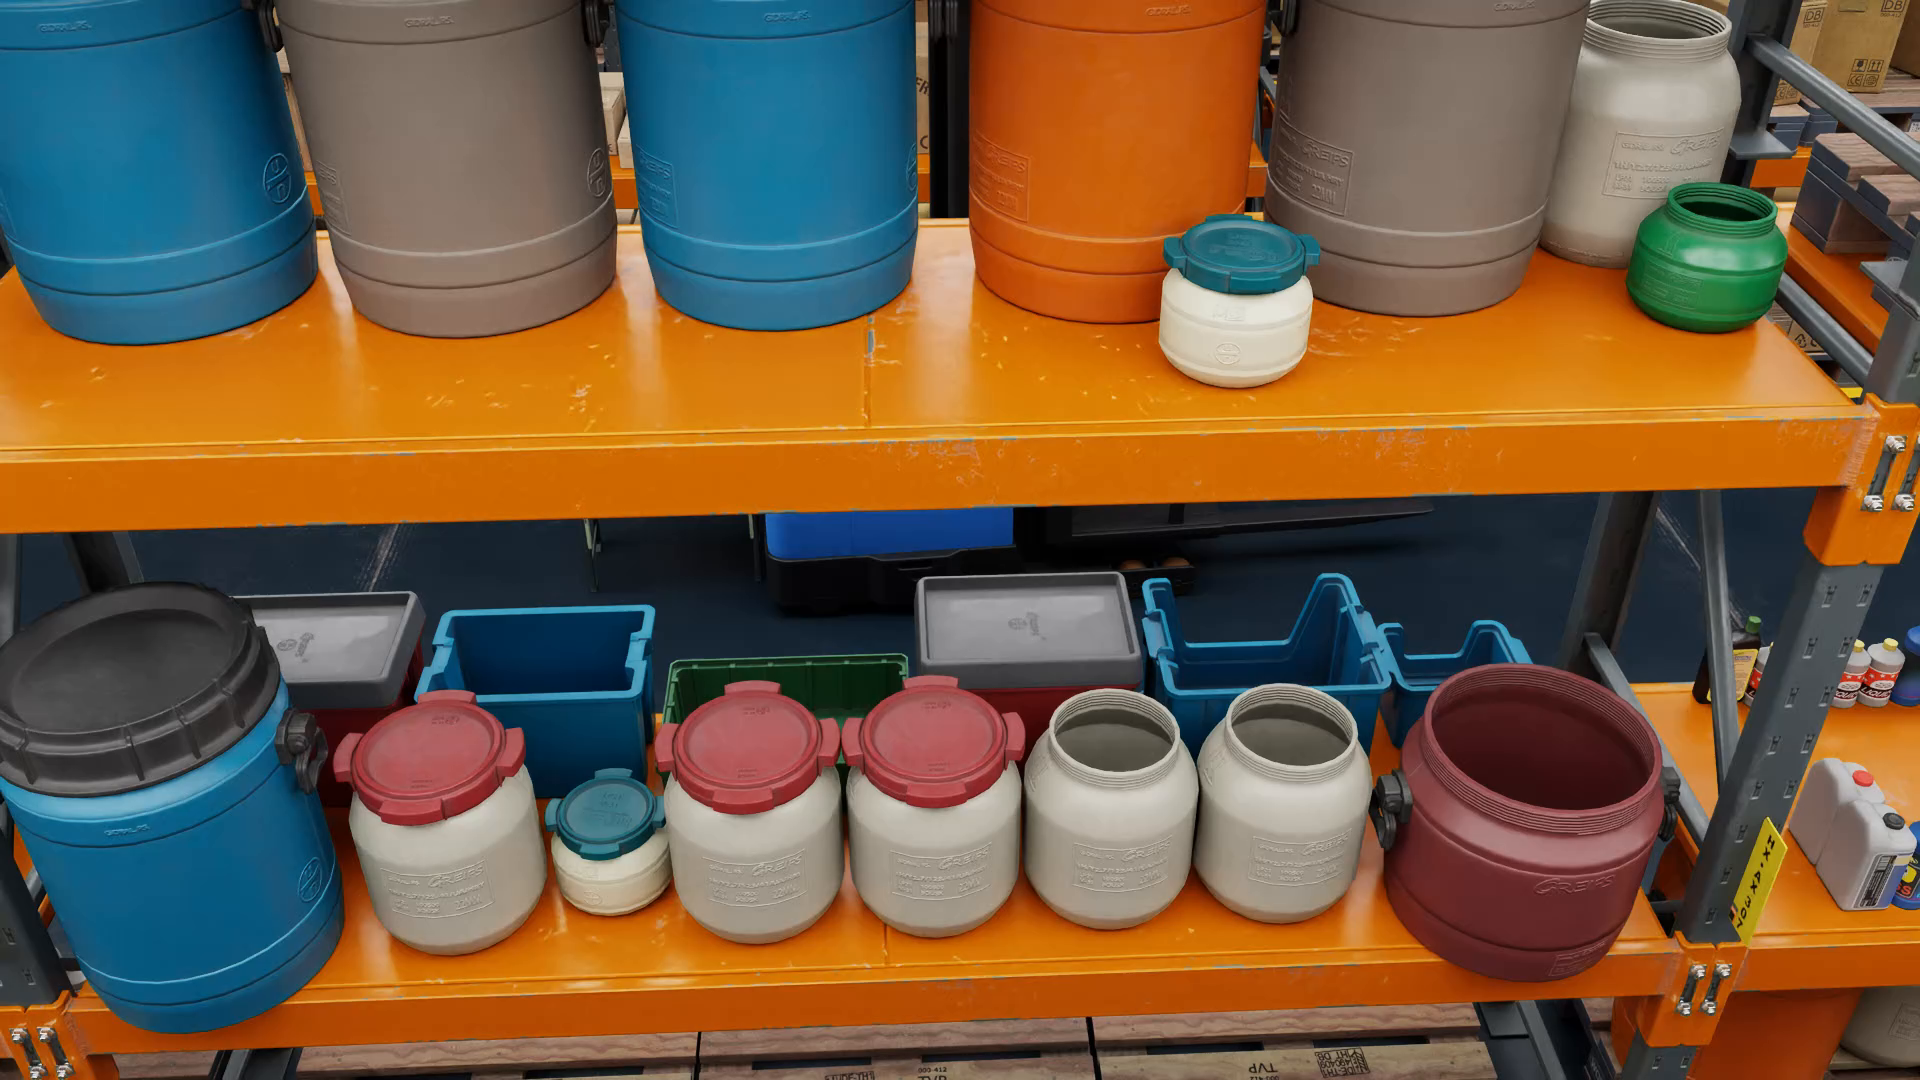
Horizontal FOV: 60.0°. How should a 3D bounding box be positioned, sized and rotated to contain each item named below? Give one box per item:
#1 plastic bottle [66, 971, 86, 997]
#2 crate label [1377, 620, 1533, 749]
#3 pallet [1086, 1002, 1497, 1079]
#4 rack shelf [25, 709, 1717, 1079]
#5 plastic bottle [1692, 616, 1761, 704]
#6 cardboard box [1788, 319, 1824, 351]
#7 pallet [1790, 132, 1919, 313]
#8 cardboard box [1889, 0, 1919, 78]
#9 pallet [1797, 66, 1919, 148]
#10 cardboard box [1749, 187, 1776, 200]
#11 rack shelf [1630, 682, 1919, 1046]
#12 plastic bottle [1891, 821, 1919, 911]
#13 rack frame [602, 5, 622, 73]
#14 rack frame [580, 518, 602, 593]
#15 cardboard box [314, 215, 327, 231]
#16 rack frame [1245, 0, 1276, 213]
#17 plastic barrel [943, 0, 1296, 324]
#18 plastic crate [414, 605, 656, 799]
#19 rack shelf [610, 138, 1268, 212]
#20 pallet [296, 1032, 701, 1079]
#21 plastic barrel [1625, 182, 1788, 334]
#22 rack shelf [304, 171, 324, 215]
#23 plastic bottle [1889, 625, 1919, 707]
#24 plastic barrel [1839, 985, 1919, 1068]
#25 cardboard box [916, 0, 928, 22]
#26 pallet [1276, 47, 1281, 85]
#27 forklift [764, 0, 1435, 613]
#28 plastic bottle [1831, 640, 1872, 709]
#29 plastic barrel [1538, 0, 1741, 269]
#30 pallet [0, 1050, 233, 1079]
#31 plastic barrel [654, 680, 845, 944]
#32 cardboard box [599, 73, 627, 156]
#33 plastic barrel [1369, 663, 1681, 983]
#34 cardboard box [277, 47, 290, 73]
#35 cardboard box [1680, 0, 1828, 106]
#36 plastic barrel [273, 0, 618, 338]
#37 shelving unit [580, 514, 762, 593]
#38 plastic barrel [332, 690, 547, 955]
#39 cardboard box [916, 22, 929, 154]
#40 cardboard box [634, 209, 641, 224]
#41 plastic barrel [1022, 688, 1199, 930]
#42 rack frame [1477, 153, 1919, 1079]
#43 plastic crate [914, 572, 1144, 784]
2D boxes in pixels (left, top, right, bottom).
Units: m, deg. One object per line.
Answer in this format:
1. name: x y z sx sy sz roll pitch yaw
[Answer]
1. plastic bottle: -2.736 1.387 5.182 0.097 0.201 0.097 0 35 0
2. crate label: 1.364 0.412 4.666 0.416 0.233 0.303 -2 35 -2
3. pallet: 1.026 1.690 5.122 1.213 0.211 1.003 -2 35 -2
4. rack shelf: -0.196 0.894 4.454 4.000 0.370 1.077 -2 35 -2
5. plastic bottle: 2.186 0.339 4.726 0.133 0.283 0.061 -2 35 -2
6. cardboard box: 4.593 -1.347 8.871 0.500 0.500 0.500 -1 35 -2
7. pallet: 2.571 -0.576 3.477 1.213 0.211 1.003 -2 35 -2
8. cardboard box: 5.083 -2.707 8.569 0.500 0.500 0.700 -13 37 -18
9. pallet: 4.763 -2.340 8.665 1.213 0.211 1.003 -2 35 -2
10. cardboard box: 4.073 -1.939 9.067 0.500 0.250 0.500 -1 35 -2
11. rack shelf: 3.800 0.787 4.610 4.000 0.370 1.077 -2 35 -2
12. plastic bottle: 2.367 0.782 4.097 0.097 0.271 0.097 0 35 0
13. rack frame: -2.662 -4.979 12.309 0.127 3.000 1.000 -2 35 -2
14. rack frame: -1.654 -0.495 7.147 0.023 1.500 0.400 -4 35 -5
15. cardboard box: -3.377 -1.370 8.482 0.500 0.500 0.500 -2 35 -2
16. rack frame: 1.571 -2.271 8.396 0.127 3.000 1.000 -2 35 -2
17. plastic barrel: 0.318 -0.949 3.472 0.708 0.830 0.600 -2 35 -2
18. plastic crate: -1.106 0.452 4.474 0.575 0.384 0.392 -2 35 -2
19. rack shelf: -0.426 -1.921 8.523 4.000 0.370 1.077 -2 35 -2
20. pallet: -1.411 1.756 5.027 1.213 0.211 1.003 -2 35 -2
21. plastic barrel: 1.558 -0.589 3.466 0.294 0.245 0.294 0 35 0
22. rack shelf: -4.422 -1.814 8.367 4.000 0.370 1.077 -2 35 -2
23. plastic bottle: 2.727 0.340 4.736 0.097 0.271 0.097 0 35 0
24. plastic barrel: 2.850 1.306 5.044 0.421 0.512 0.421 0 35 0
25. cardboard box: -0.399 -4.214 13.013 0.500 0.500 0.700 -2 35 -2
26. pallet: 2.245 -2.250 8.534 1.003 0.211 1.213 -2 35 -2
27. forklift: 0.618 -1.246 6.975 3.031 2.935 1.130 -4 35 -5
28. plastic bottle: 2.533 0.374 4.748 0.097 0.201 0.097 0 35 0
29. plastic barrel: 1.477 -0.901 3.681 0.421 0.512 0.421 0 35 0
30. pallet: -2.866 1.793 4.973 1.213 0.211 1.003 -2 35 -2
31. plastic barrel: -0.495 0.676 4.018 0.433 0.535 0.433 0 35 0
32. cardboard box: -1.934 -2.140 8.338 0.500 0.250 0.500 1 35 1
33. plastic barrel: 1.353 0.673 4.022 0.708 0.536 0.600 -2 35 -2
34. cardboard box: -3.194 -2.328 7.820 0.250 0.149 0.380 -3 35 -4
35. cardboard box: 3.805 -2.510 8.284 0.500 0.500 0.700 -10 36 -14
36. plastic barrel: -1.042 -0.942 3.399 0.600 0.901 0.600 0 35 0
37. shelving unit: -1.290 -0.519 7.182 0.755 1.500 0.431 -4 35 -5
38. plastic barrel: -1.227 0.695 3.990 0.433 0.535 0.433 0 35 0
39. cardboard box: -0.104 -2.258 8.289 0.500 0.500 0.500 -3 35 -5
40. cardboard box: -1.514 -1.627 9.020 0.500 0.311 0.500 -1 35 -1
41. plastic barrel: 0.364 0.659 4.063 0.421 0.512 0.421 0 35 0
42. rack frame: 1.802 0.545 4.327 0.127 3.000 1.000 -2 35 -2
43. plastic crate: 0.173 0.388 4.497 0.583 0.464 0.402 -2 35 -2
